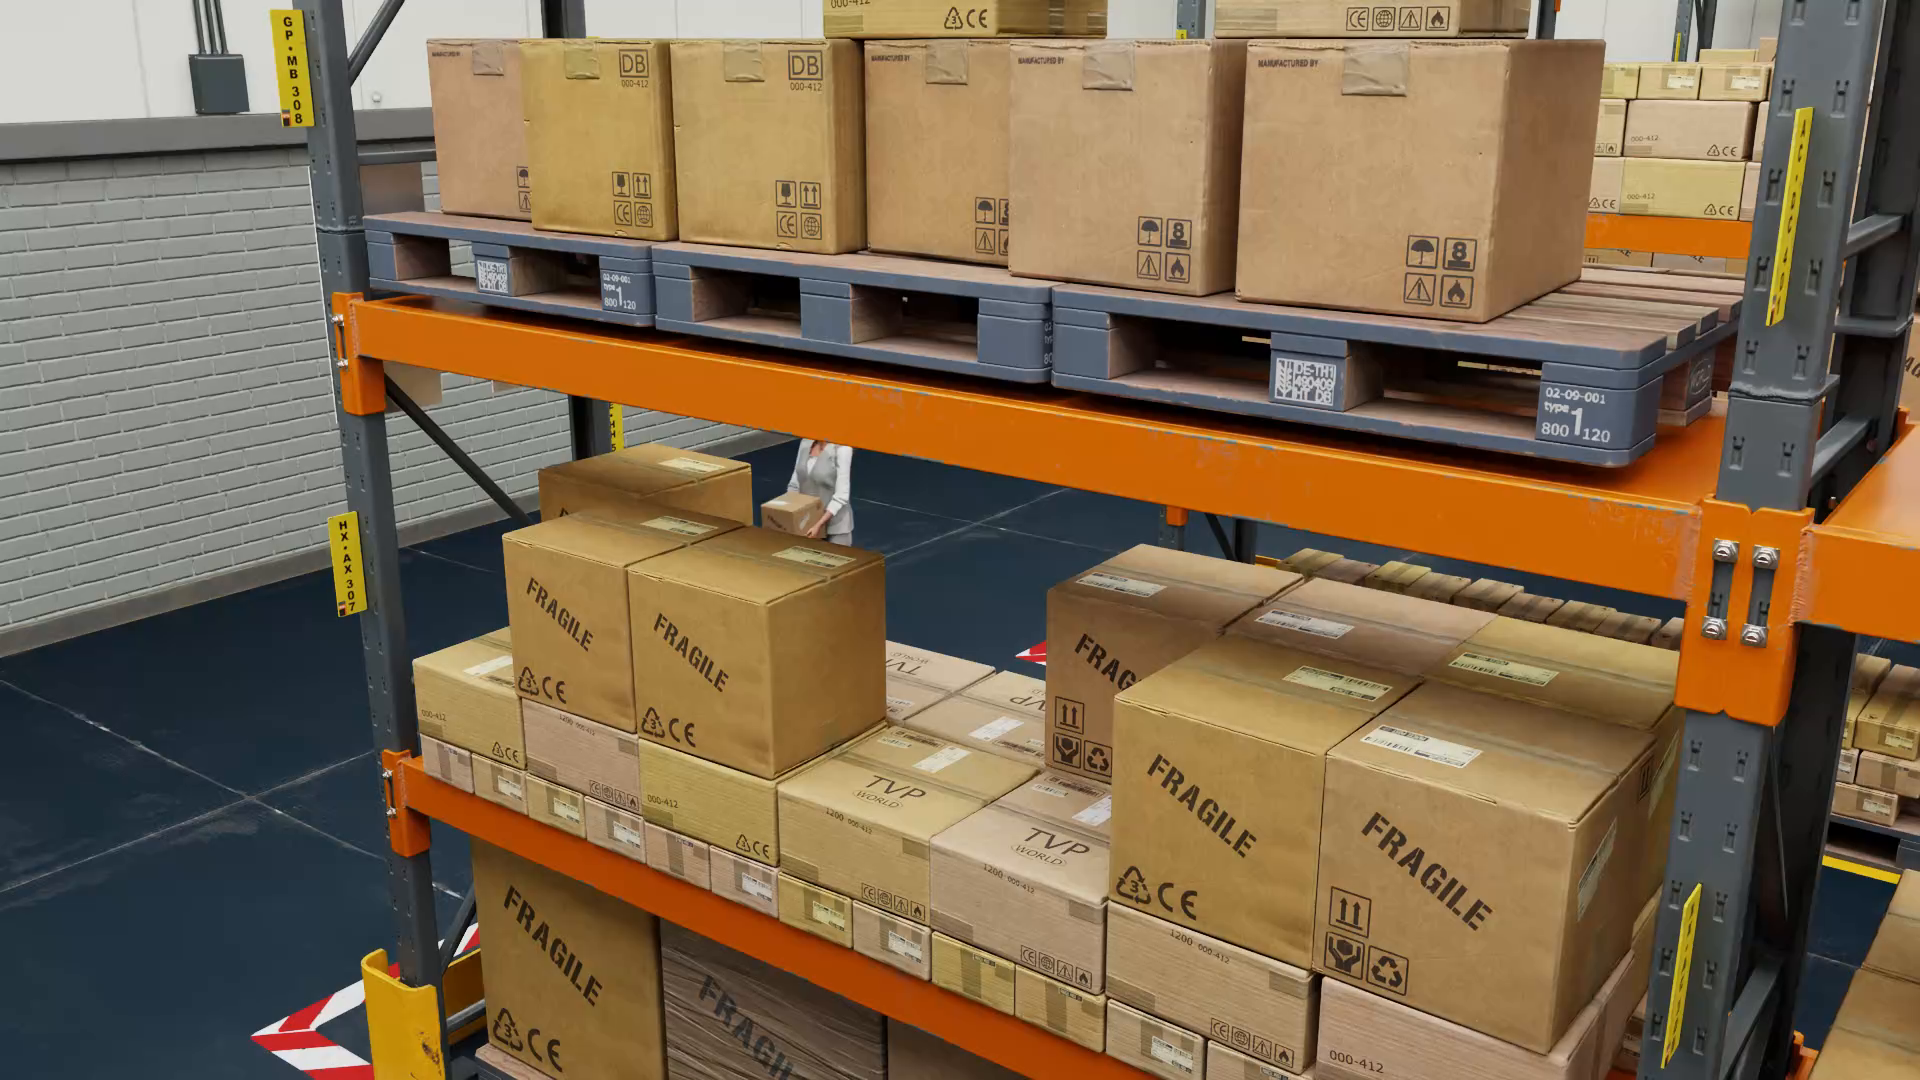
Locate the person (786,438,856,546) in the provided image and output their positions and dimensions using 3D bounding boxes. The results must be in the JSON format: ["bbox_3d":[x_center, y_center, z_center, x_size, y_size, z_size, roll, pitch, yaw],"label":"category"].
[{"bbox_3d":[-0.838,-0.034,9.657,0.438,1.602,0.470,12,21,34],"label":"person"}]
